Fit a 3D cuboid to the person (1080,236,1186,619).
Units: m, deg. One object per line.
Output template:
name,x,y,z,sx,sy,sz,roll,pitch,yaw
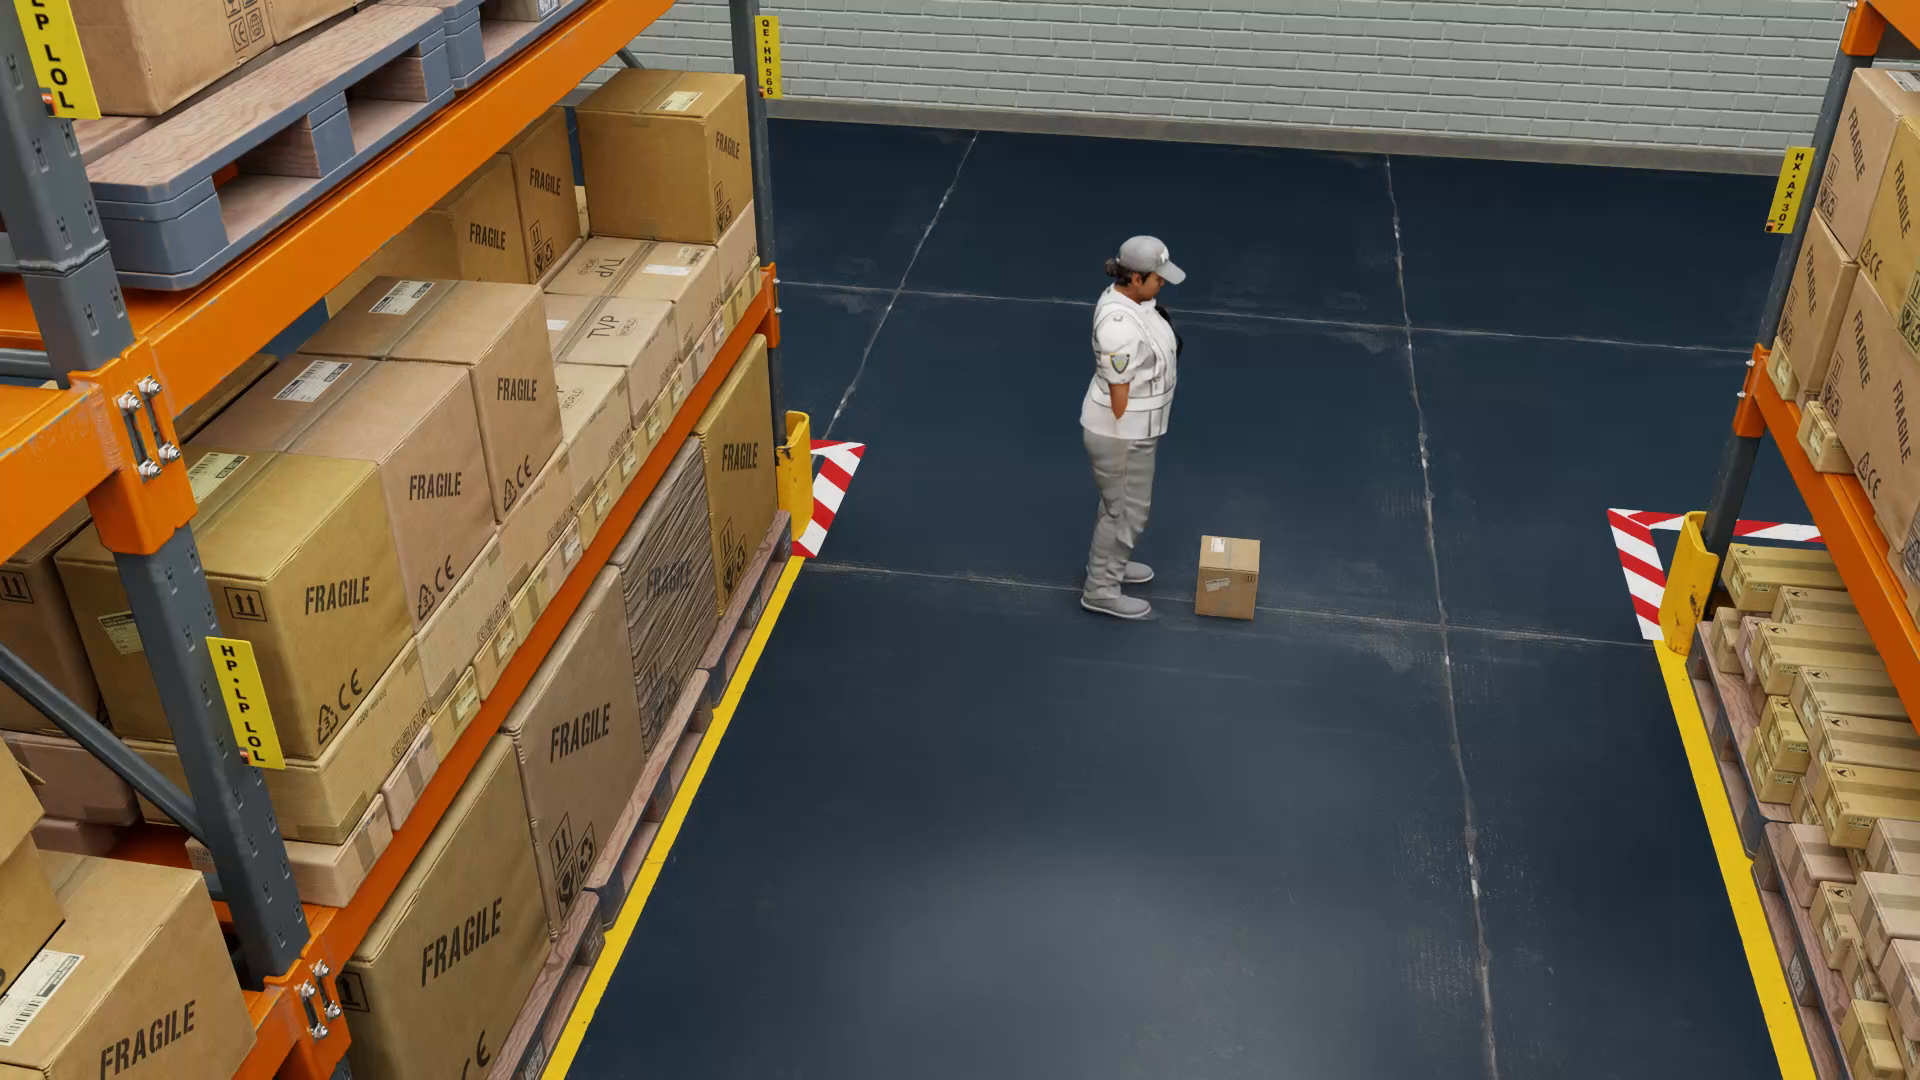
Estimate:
person,0.697,-0.478,6.898,0.390,1.656,0.473,6,33,9
